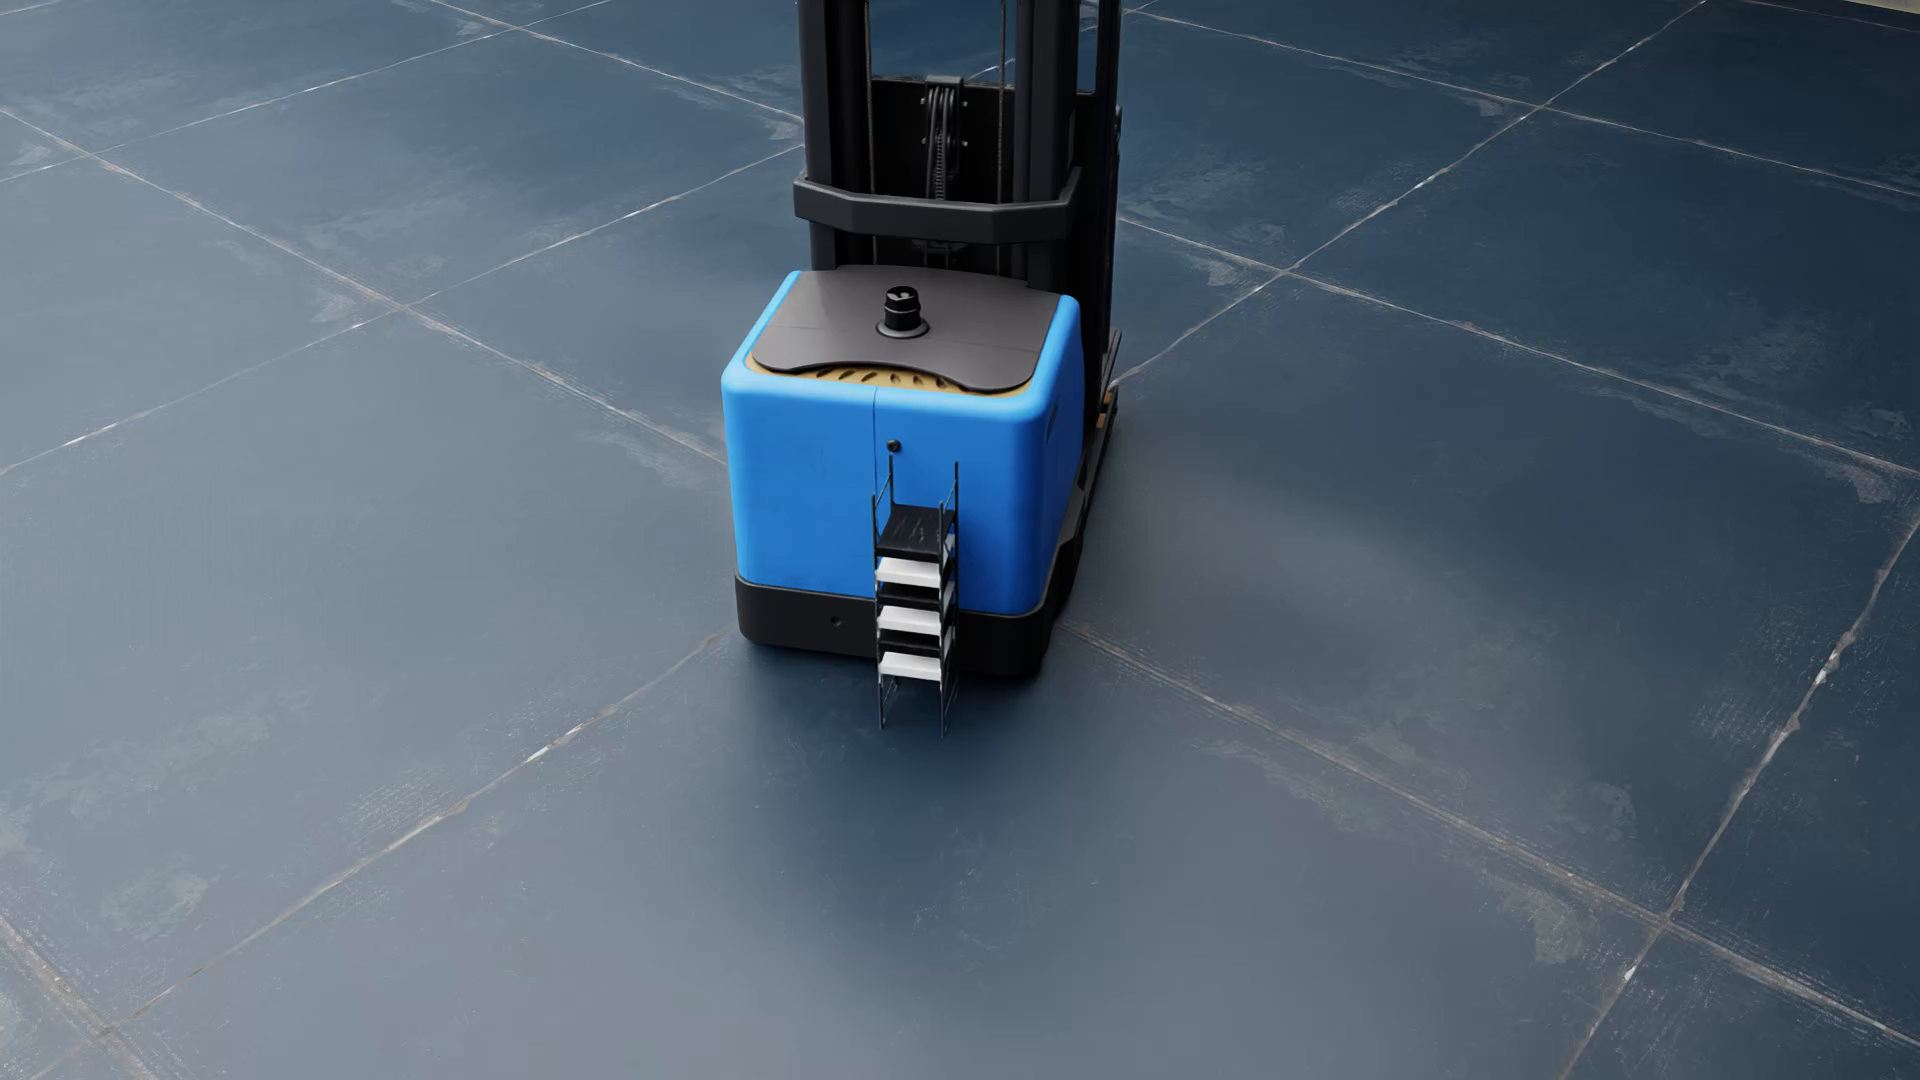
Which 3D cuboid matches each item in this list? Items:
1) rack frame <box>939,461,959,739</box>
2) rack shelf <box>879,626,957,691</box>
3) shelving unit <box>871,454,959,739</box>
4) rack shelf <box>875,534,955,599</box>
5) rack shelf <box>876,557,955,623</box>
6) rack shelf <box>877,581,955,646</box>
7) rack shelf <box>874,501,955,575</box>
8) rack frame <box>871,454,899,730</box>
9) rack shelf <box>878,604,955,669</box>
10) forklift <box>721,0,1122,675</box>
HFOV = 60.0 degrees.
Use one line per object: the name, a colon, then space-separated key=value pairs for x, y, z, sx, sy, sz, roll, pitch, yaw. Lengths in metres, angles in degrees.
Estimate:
rack frame: x=-0.032 y=0.199 z=5.165 sx=0.006 sy=0.900 sz=0.240 roll=7 pitch=35 yaw=10
rack shelf: x=-0.131 y=0.363 z=5.303 sx=0.200 sy=0.077 sz=0.258 roll=7 pitch=35 yaw=10
shelving unit: x=-0.132 y=0.187 z=5.182 sx=0.210 sy=0.900 sz=0.258 roll=7 pitch=35 yaw=10
rack shelf: x=-0.132 y=0.066 z=5.098 sx=0.200 sy=0.077 sz=0.258 roll=7 pitch=35 yaw=10
rack shelf: x=-0.132 y=0.141 z=5.150 sx=0.200 sy=0.077 sz=0.258 roll=7 pitch=35 yaw=10
rack shelf: x=-0.132 y=0.215 z=5.201 sx=0.200 sy=0.077 sz=0.258 roll=7 pitch=35 yaw=10
rack shelf: x=-0.132 y=-0.008 z=5.047 sx=0.200 sy=0.077 sz=0.258 roll=7 pitch=35 yaw=10
rack frame: x=-0.231 y=0.176 z=5.199 sx=0.006 sy=0.900 sz=0.240 roll=7 pitch=35 yaw=10
rack shelf: x=-0.132 y=0.289 z=5.252 sx=0.200 sy=0.077 sz=0.258 roll=7 pitch=35 yaw=10
forklift: x=0.044 y=-1.591 z=5.977 sx=1.130 sy=2.935 sz=3.031 roll=7 pitch=35 yaw=10
